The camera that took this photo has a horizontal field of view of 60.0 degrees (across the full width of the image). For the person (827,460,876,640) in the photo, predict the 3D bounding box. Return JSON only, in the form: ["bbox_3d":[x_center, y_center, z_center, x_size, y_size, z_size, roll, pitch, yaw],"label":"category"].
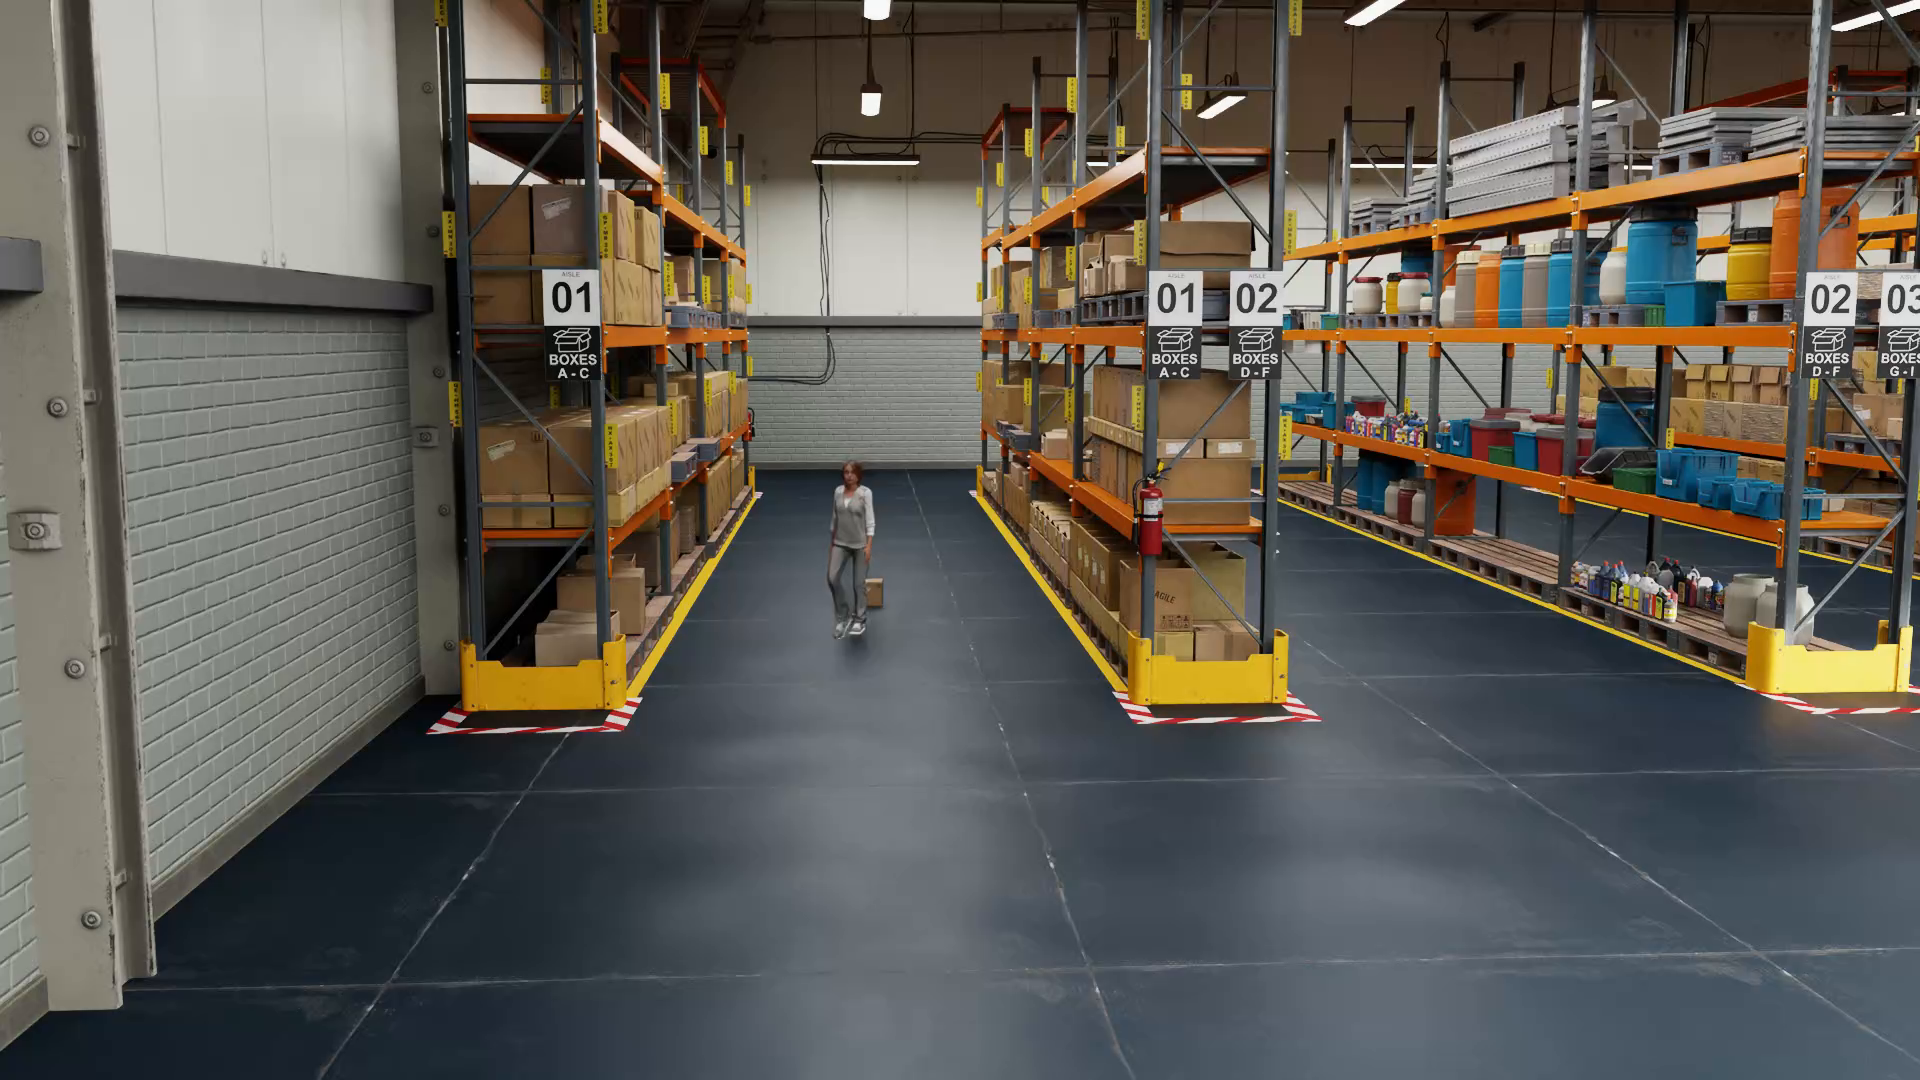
[{"bbox_3d":[-0.984,0.091,14.977,0.459,1.624,0.466,2,7,13],"label":"person"}]
